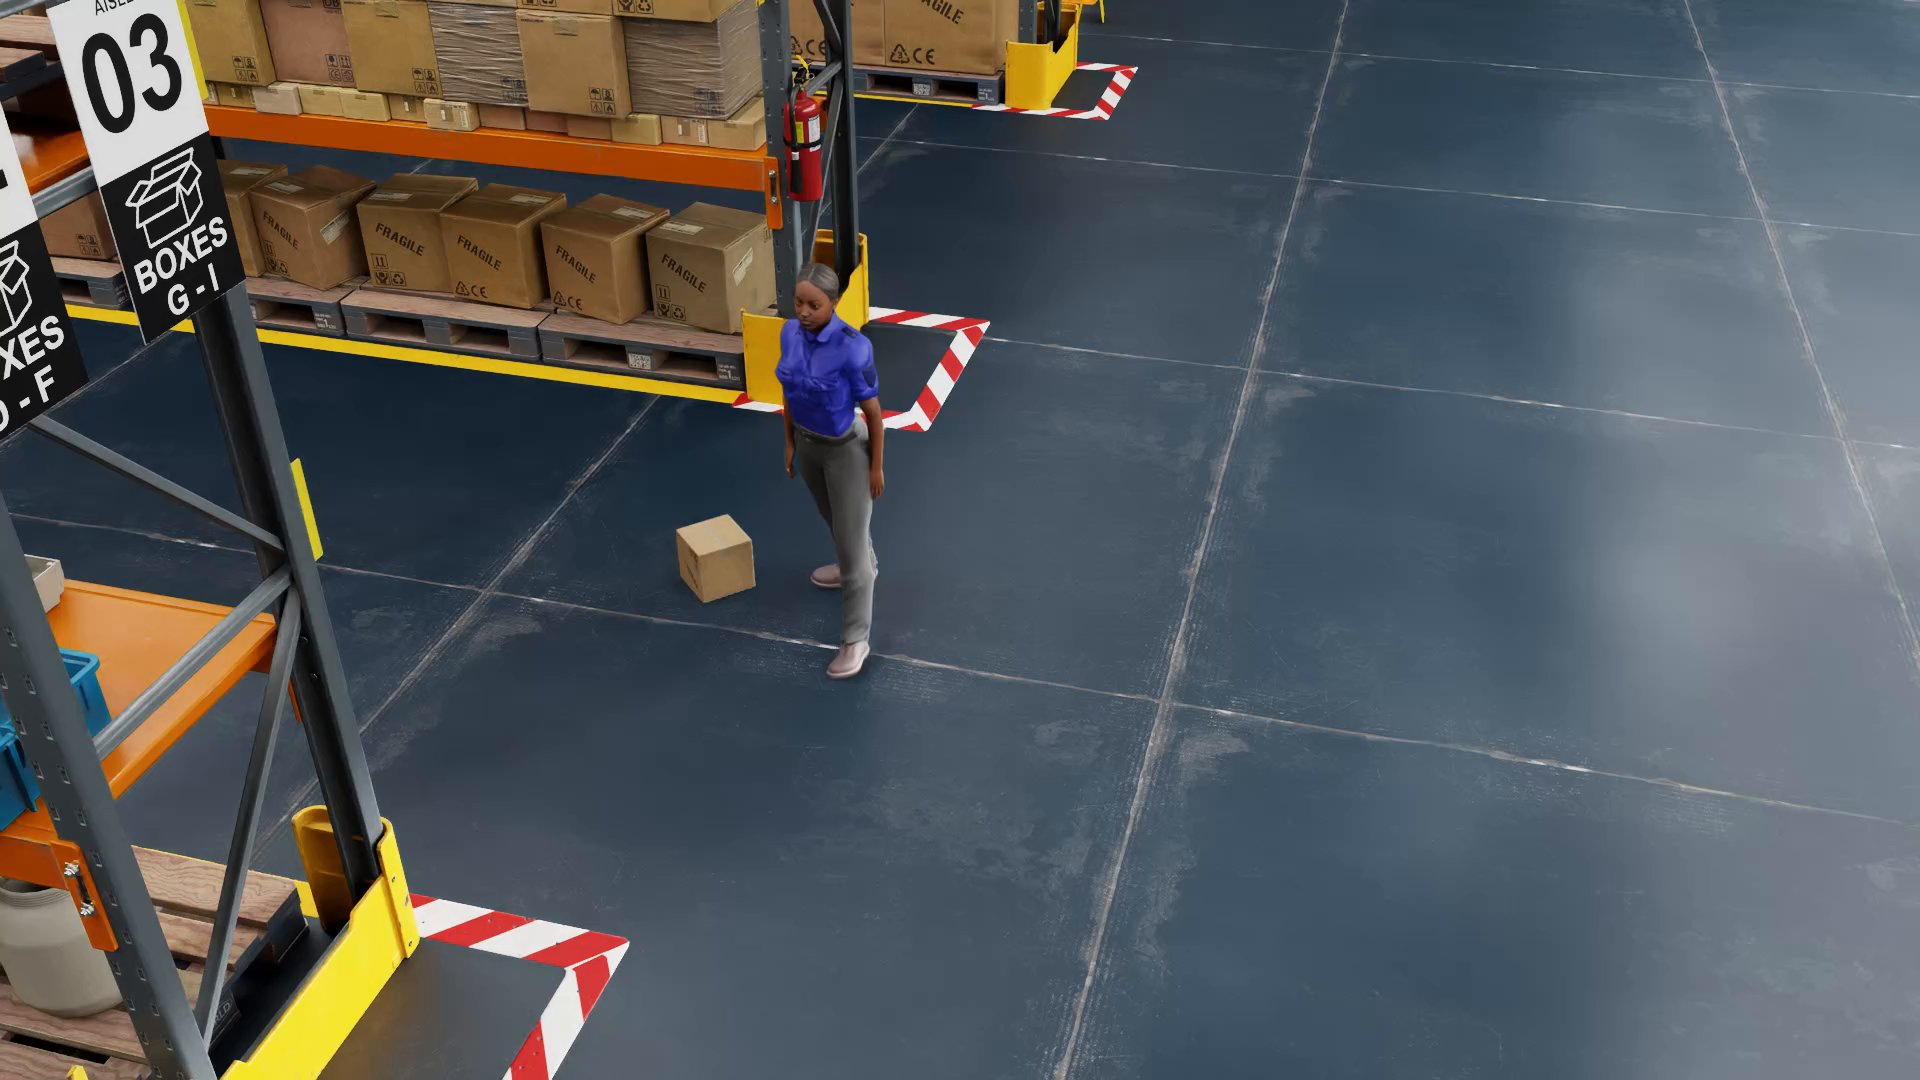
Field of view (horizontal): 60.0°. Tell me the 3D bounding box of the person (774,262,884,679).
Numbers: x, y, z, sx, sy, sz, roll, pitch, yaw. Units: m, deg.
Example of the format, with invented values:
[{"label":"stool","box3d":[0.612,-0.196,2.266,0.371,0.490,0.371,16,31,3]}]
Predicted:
[{"label":"person","box3d":[-0.500,-0.324,6.621,0.671,1.634,0.738,24,40,32]}]
